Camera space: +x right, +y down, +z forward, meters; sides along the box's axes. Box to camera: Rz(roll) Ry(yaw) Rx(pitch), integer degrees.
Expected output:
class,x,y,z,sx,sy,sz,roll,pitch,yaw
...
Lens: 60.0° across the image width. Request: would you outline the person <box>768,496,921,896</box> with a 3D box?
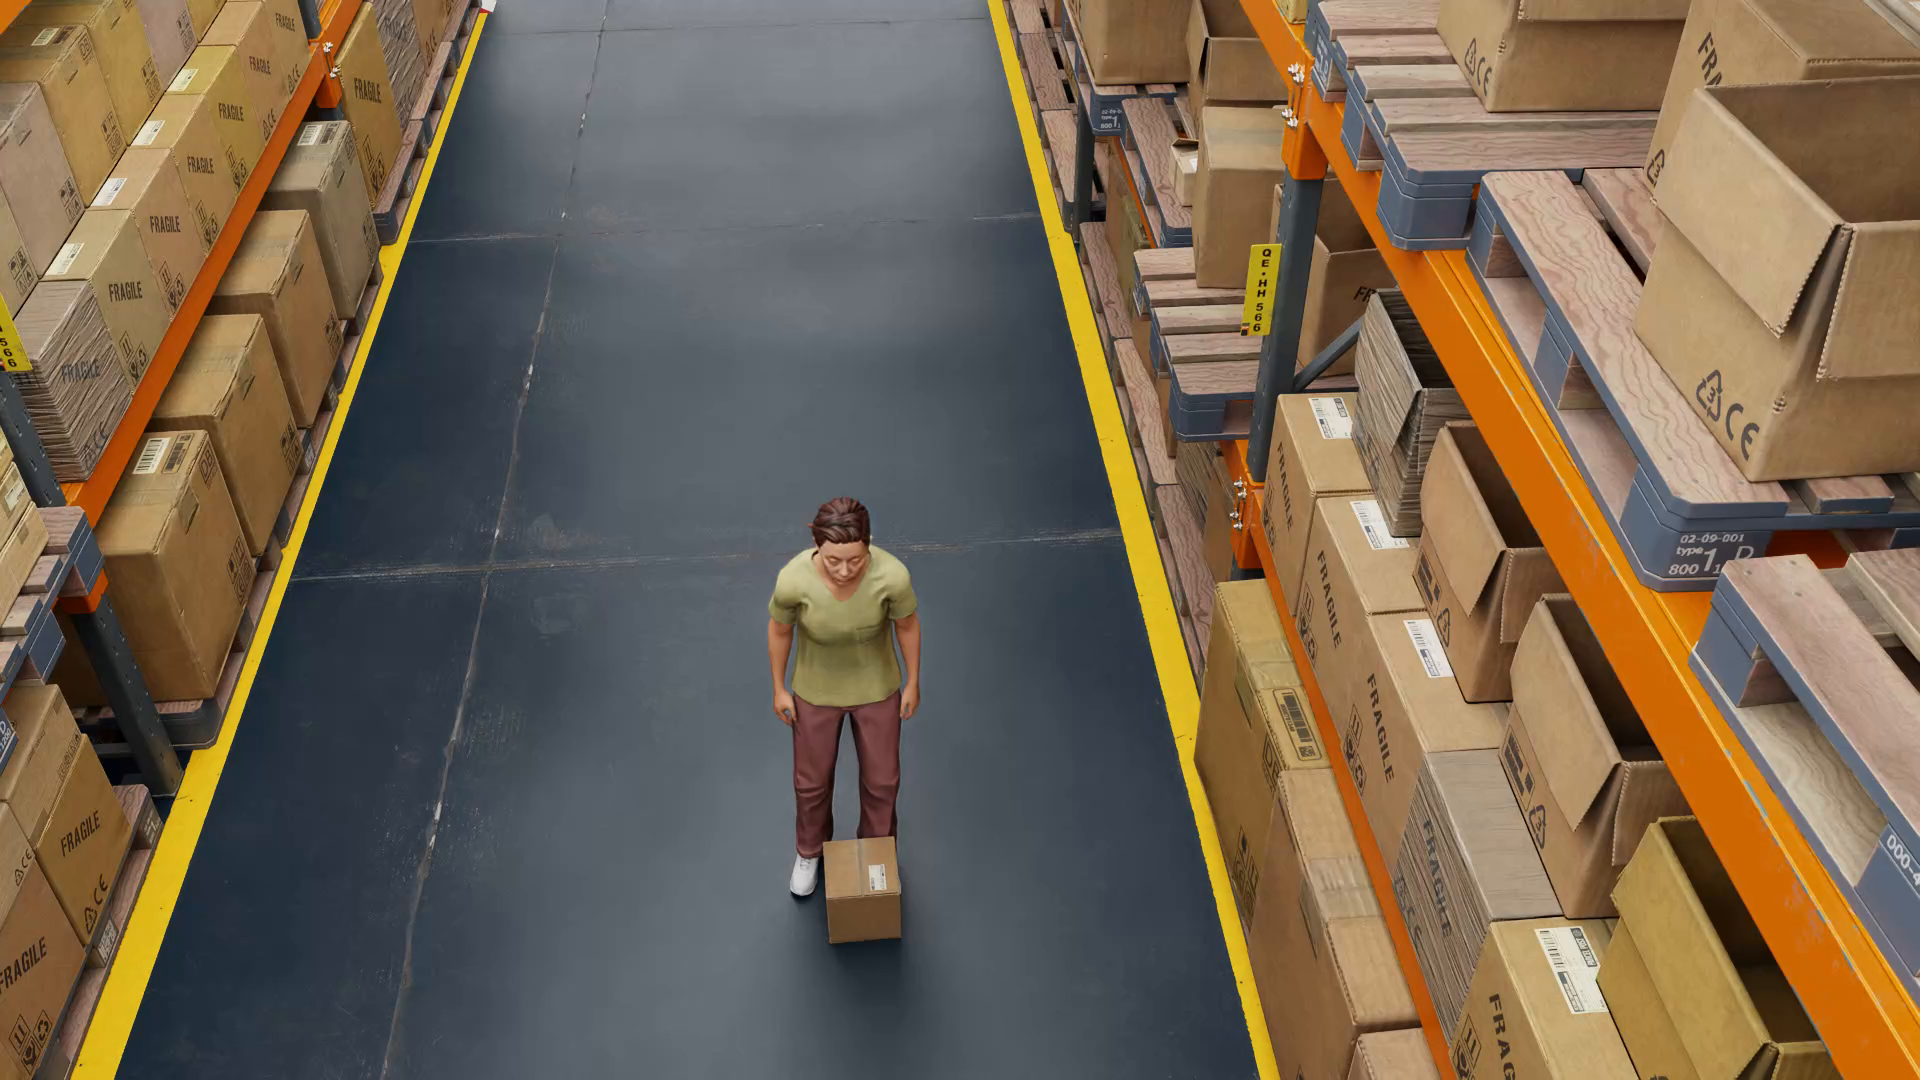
class,x,y,z,sx,sy,sz,roll,pitch,yaw
person,-0.372,0.527,5.511,0.499,1.673,0.405,-3,39,-4
